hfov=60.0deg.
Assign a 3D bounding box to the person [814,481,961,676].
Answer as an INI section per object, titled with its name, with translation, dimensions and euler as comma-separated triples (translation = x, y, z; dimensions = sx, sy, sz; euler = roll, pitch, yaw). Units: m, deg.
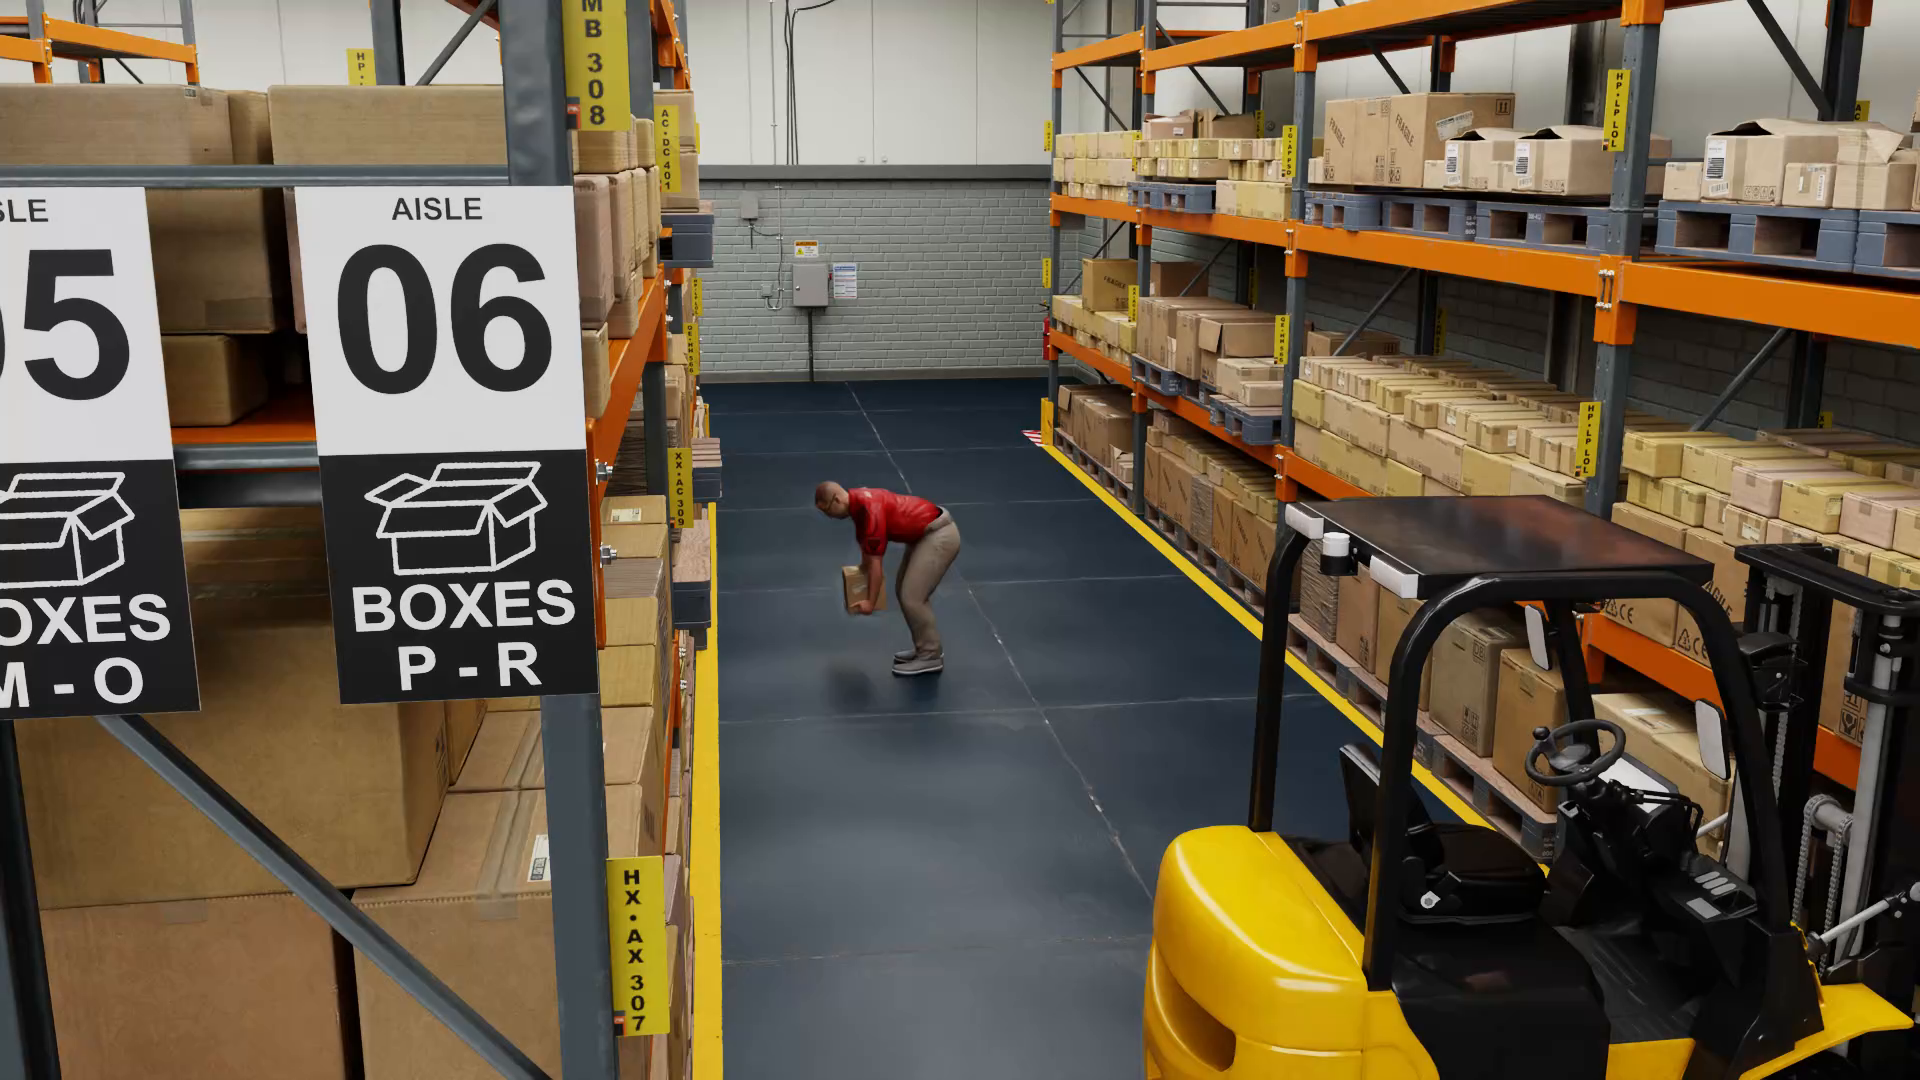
[person]
translation = -0.459, 0.226, 10.618
dimensions = 0.925, 1.250, 0.482
euler = -2, 13, -10
